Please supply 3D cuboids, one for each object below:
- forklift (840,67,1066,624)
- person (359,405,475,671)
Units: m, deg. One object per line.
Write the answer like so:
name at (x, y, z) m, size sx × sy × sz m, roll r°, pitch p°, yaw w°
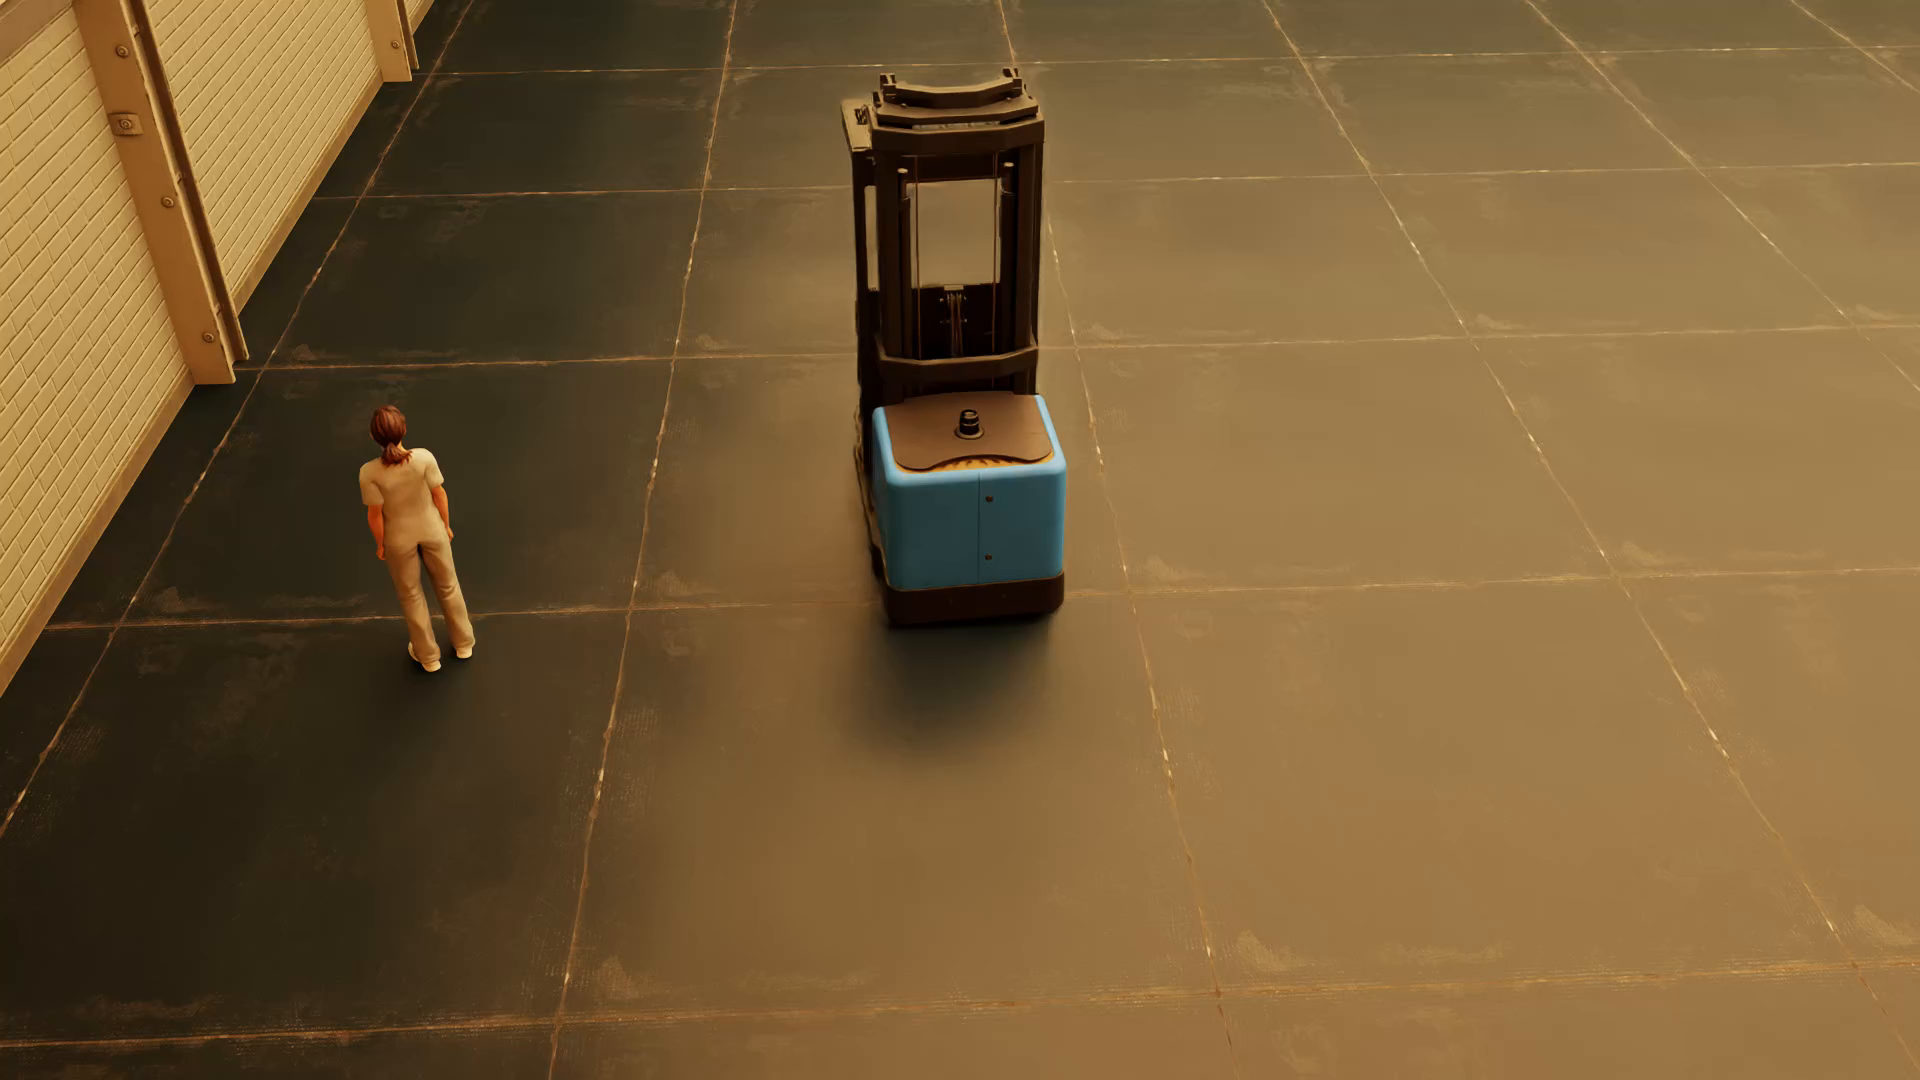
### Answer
forklift at (-0.109, -1.556, 10.147) m, size 1.130 × 2.935 × 3.031 m, roll -5°, pitch 36°, yaw -7°
person at (-2.990, -0.012, 9.097) m, size 0.431 × 1.672 × 0.371 m, roll -19°, pitch 40°, yaw -24°
